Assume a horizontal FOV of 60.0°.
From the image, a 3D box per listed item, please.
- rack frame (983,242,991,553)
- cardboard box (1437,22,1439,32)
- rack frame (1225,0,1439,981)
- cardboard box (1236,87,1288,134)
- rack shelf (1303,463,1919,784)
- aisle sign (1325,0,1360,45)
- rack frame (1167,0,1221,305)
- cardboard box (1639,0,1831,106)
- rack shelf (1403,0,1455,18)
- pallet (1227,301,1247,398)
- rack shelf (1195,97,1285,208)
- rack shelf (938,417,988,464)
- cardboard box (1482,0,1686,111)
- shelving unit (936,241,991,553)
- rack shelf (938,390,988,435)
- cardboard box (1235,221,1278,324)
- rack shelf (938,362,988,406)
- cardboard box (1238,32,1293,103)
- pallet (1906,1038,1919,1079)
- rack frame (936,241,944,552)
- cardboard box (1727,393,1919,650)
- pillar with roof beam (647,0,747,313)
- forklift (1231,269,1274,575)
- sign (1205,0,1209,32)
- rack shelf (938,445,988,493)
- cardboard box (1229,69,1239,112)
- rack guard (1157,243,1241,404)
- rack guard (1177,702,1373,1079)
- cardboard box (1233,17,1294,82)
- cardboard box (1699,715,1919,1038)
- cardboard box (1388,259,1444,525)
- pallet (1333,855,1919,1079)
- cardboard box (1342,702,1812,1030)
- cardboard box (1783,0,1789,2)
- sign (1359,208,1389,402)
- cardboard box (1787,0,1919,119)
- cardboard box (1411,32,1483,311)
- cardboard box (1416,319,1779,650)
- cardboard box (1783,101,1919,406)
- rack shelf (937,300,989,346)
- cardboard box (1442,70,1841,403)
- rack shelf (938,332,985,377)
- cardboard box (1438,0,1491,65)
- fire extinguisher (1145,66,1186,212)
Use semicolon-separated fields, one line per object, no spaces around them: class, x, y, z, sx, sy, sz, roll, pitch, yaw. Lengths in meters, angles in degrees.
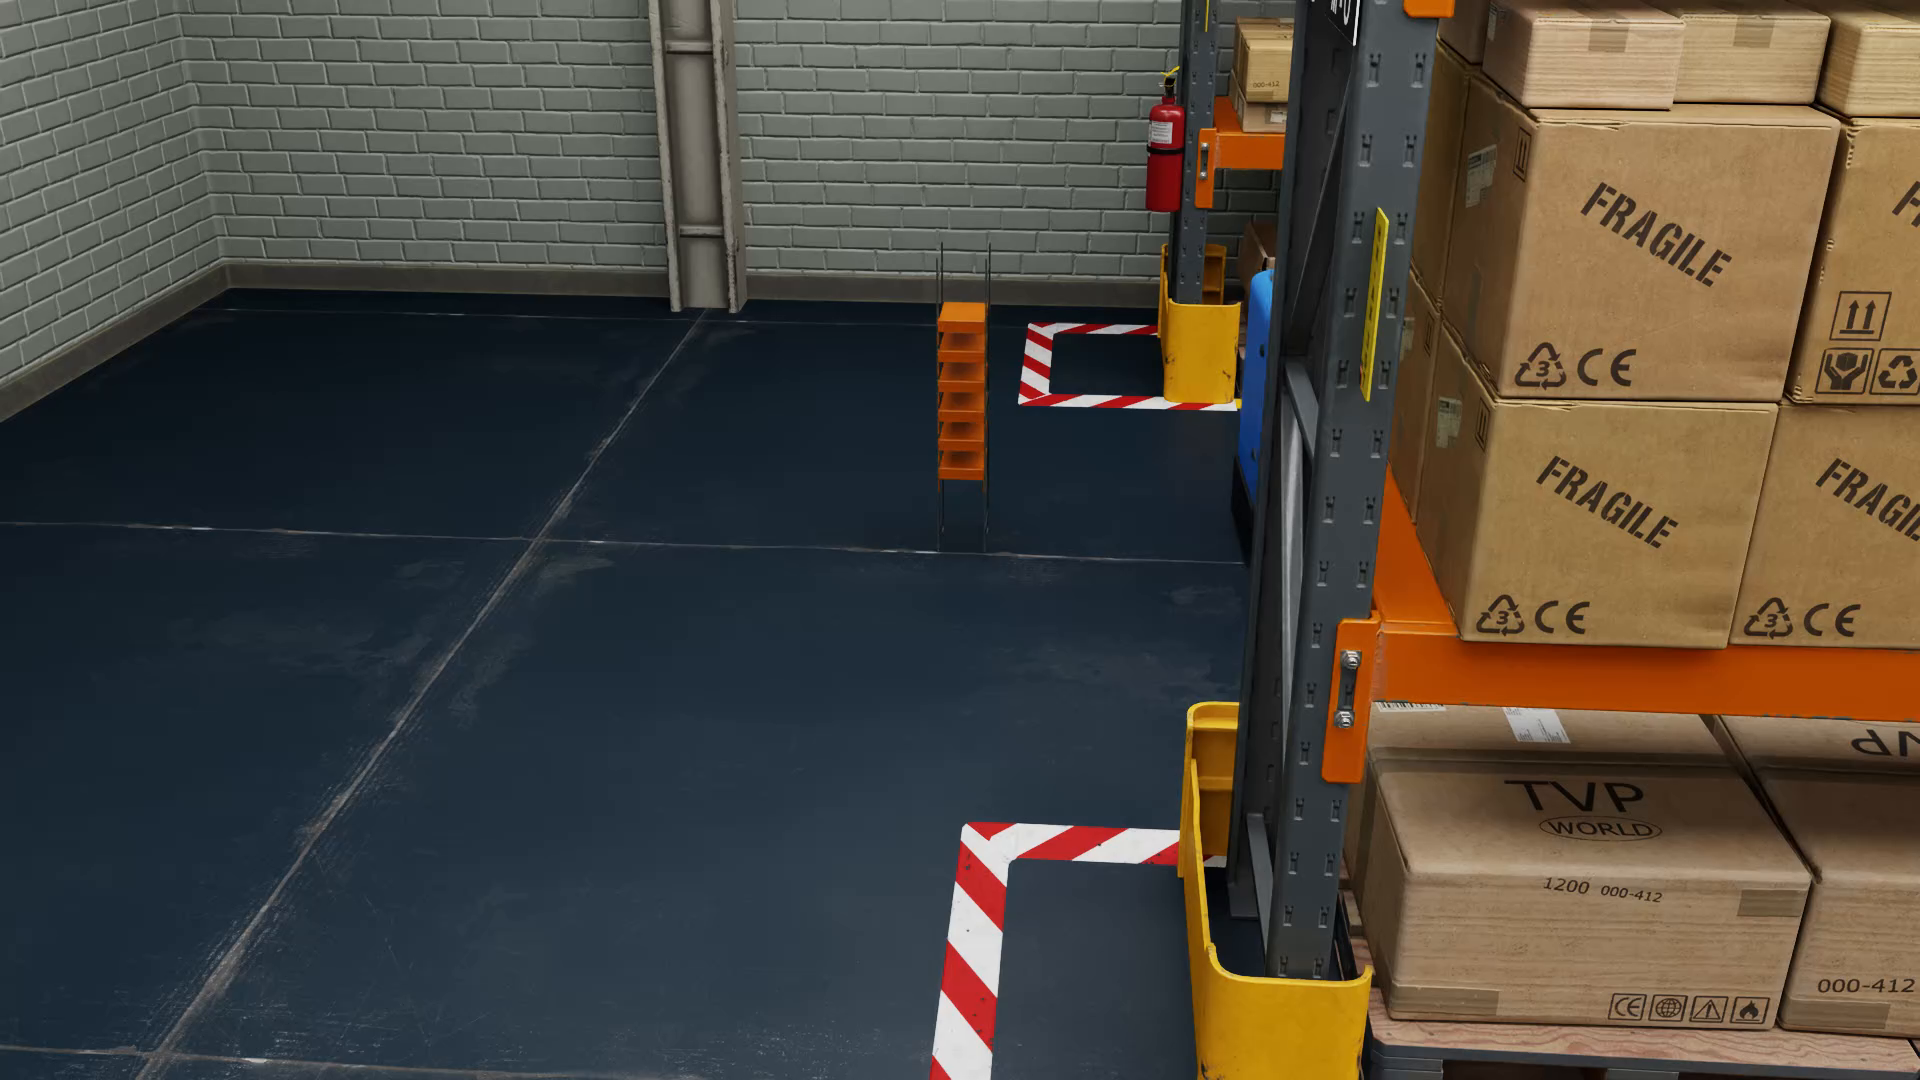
rack frame;0.106;-0.542;6.492;0.006;1.200;0.240;2;25;4
cardboard box;2.145;-2.429;8.264;0.500;0.250;0.500;2;25;4
rack frame;0.776;-0.214;3.627;0.127;3.000;1.000;2;25;4
cardboard box;1.459;-2.044;7.905;0.250;0.149;0.380;2;25;4
rack shelf;2.770;0.177;3.639;4.000;0.370;1.077;2;25;4
aisle sign;0.682;-1.277;2.826;0.004;0.787;0.394;2;25;4
rack frame;1.152;-2.283;8.123;0.127;3.000;1.000;2;25;4
cardboard box;1.375;-0.903;3.033;0.250;0.149;0.380;2;25;5
rack shelf;2.770;-1.186;3.012;4.000;0.370;1.077;2;25;4
pallet;2.023;-0.989;8.647;1.213;0.211;1.003;2;25;4
rack shelf;3.146;-1.892;8.135;4.000;0.370;1.077;2;25;4
rack shelf;0.014;-0.395;6.567;0.180;0.103;0.258;2;25;4
cardboard box;1.109;-0.882;2.986;0.250;0.149;0.380;2;25;5
shelving unit;0.014;-0.545;6.498;0.189;1.200;0.258;2;25;4
rack shelf;0.014;-0.504;6.517;0.180;0.103;0.258;2;25;4
cardboard box;1.755;-1.281;8.429;0.637;0.503;0.797;1;25;2
rack shelf;0.014;-0.613;6.467;0.180;0.103;0.258;2;25;4
cardboard box;1.584;-2.223;7.817;0.500;0.250;0.500;2;25;4
pallet;2.792;1.086;4.138;1.213;0.211;1.003;2;25;4
rack frame;-0.077;-0.548;6.505;0.006;1.200;0.240;2;25;4
cardboard box;1.739;-0.120;3.303;0.500;0.500;0.500;1;25;3
pillar with roof beam;-1.797;-3.676;3.974;0.400;9.000;9.100;2;25;4
forklift;2.615;-1.198;5.848;3.031;2.935;1.130;1;25;2
sign;1.111;-2.450;7.451;0.005;0.325;0.100;2;25;4
rack shelf;0.014;-0.286;6.617;0.180;0.103;0.258;2;25;4
cardboard box;1.503;-2.270;8.396;0.250;0.149;0.380;2;25;3
rack guard;1.228;-1.145;8.641;0.348;0.500;1.175;2;25;4
rack guard;0.752;0.920;4.151;0.348;0.500;1.175;2;25;4
cardboard box;1.631;-2.446;8.301;0.500;0.250;0.500;3;25;6
cardboard box;2.355;0.764;4.064;0.875;0.438;0.875;2;25;5
cardboard box;1.277;-0.355;3.813;0.500;0.500;0.500;2;25;4
pallet;1.579;1.046;4.225;1.213;0.211;1.003;2;25;4
cardboard box;1.442;0.738;4.120;0.875;0.438;0.875;1;25;2
cardboard box;1.668;-1.109;3.481;0.250;0.149;0.380;2;25;3
sign;0.727;-0.412;2.927;0.005;0.325;0.100;2;25;4
cardboard box;1.626;-0.847;2.911;0.250;0.149;0.380;3;25;6
cardboard box;1.275;-0.798;3.579;0.500;0.500;0.500;3;25;6
cardboard box;1.233;-0.125;3.313;0.500;0.500;0.500;2;25;4
cardboard box;1.748;-0.566;3.076;0.500;0.500;0.500;1;25;3
rack shelf;0.014;-0.831;6.366;0.180;0.103;0.258;2;25;4
cardboard box;1.233;-0.580;3.106;0.500;0.500;0.500;1;25;3
rack shelf;0.014;-0.722;6.416;0.180;0.103;0.258;2;25;4
cardboard box;1.149;-1.081;3.418;0.250;0.149;0.380;2;25;5
fire extinguisher;0.970;-1.891;7.809;0.183;0.674;0.296;2;25;4
